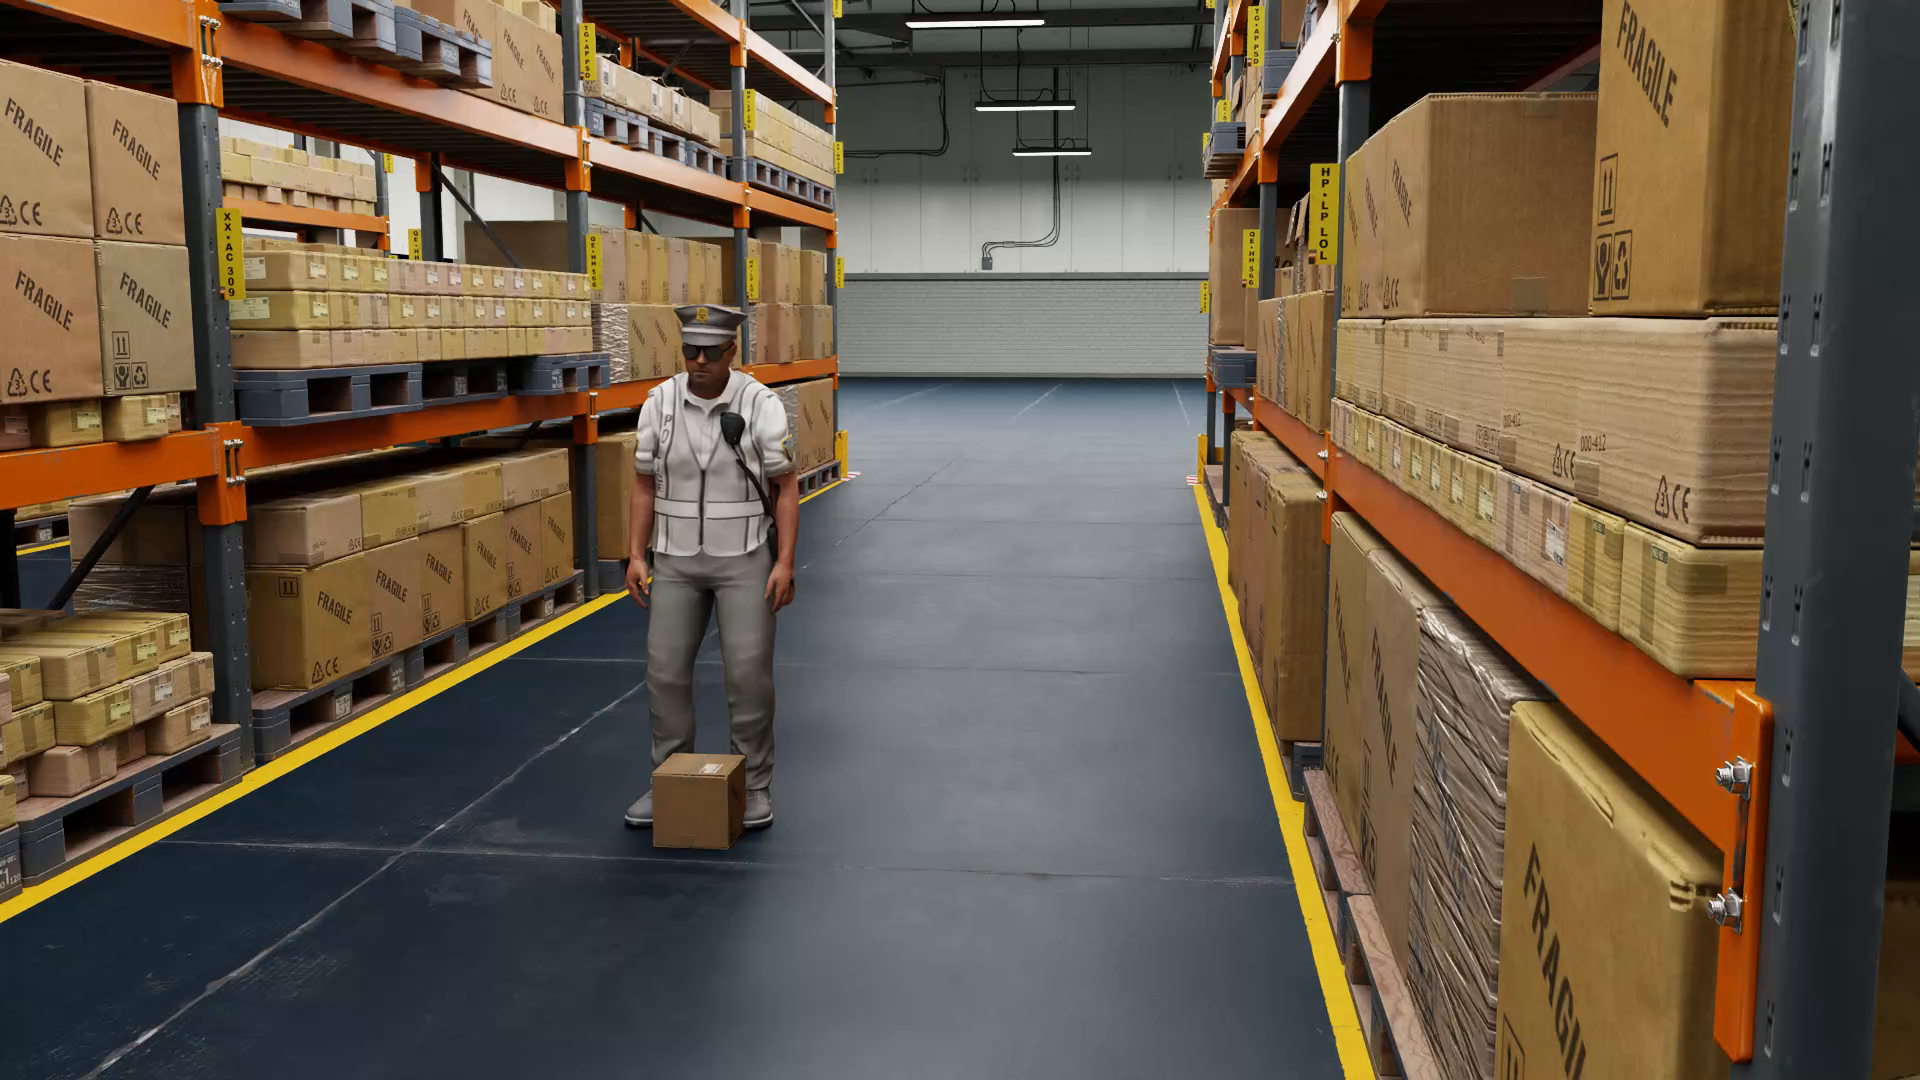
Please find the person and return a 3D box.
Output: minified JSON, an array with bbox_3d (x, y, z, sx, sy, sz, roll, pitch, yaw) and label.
[{"bbox_3d":[-0.835,0.080,5.655,0.585,1.748,0.432,1,8,6],"label":"person"}]
